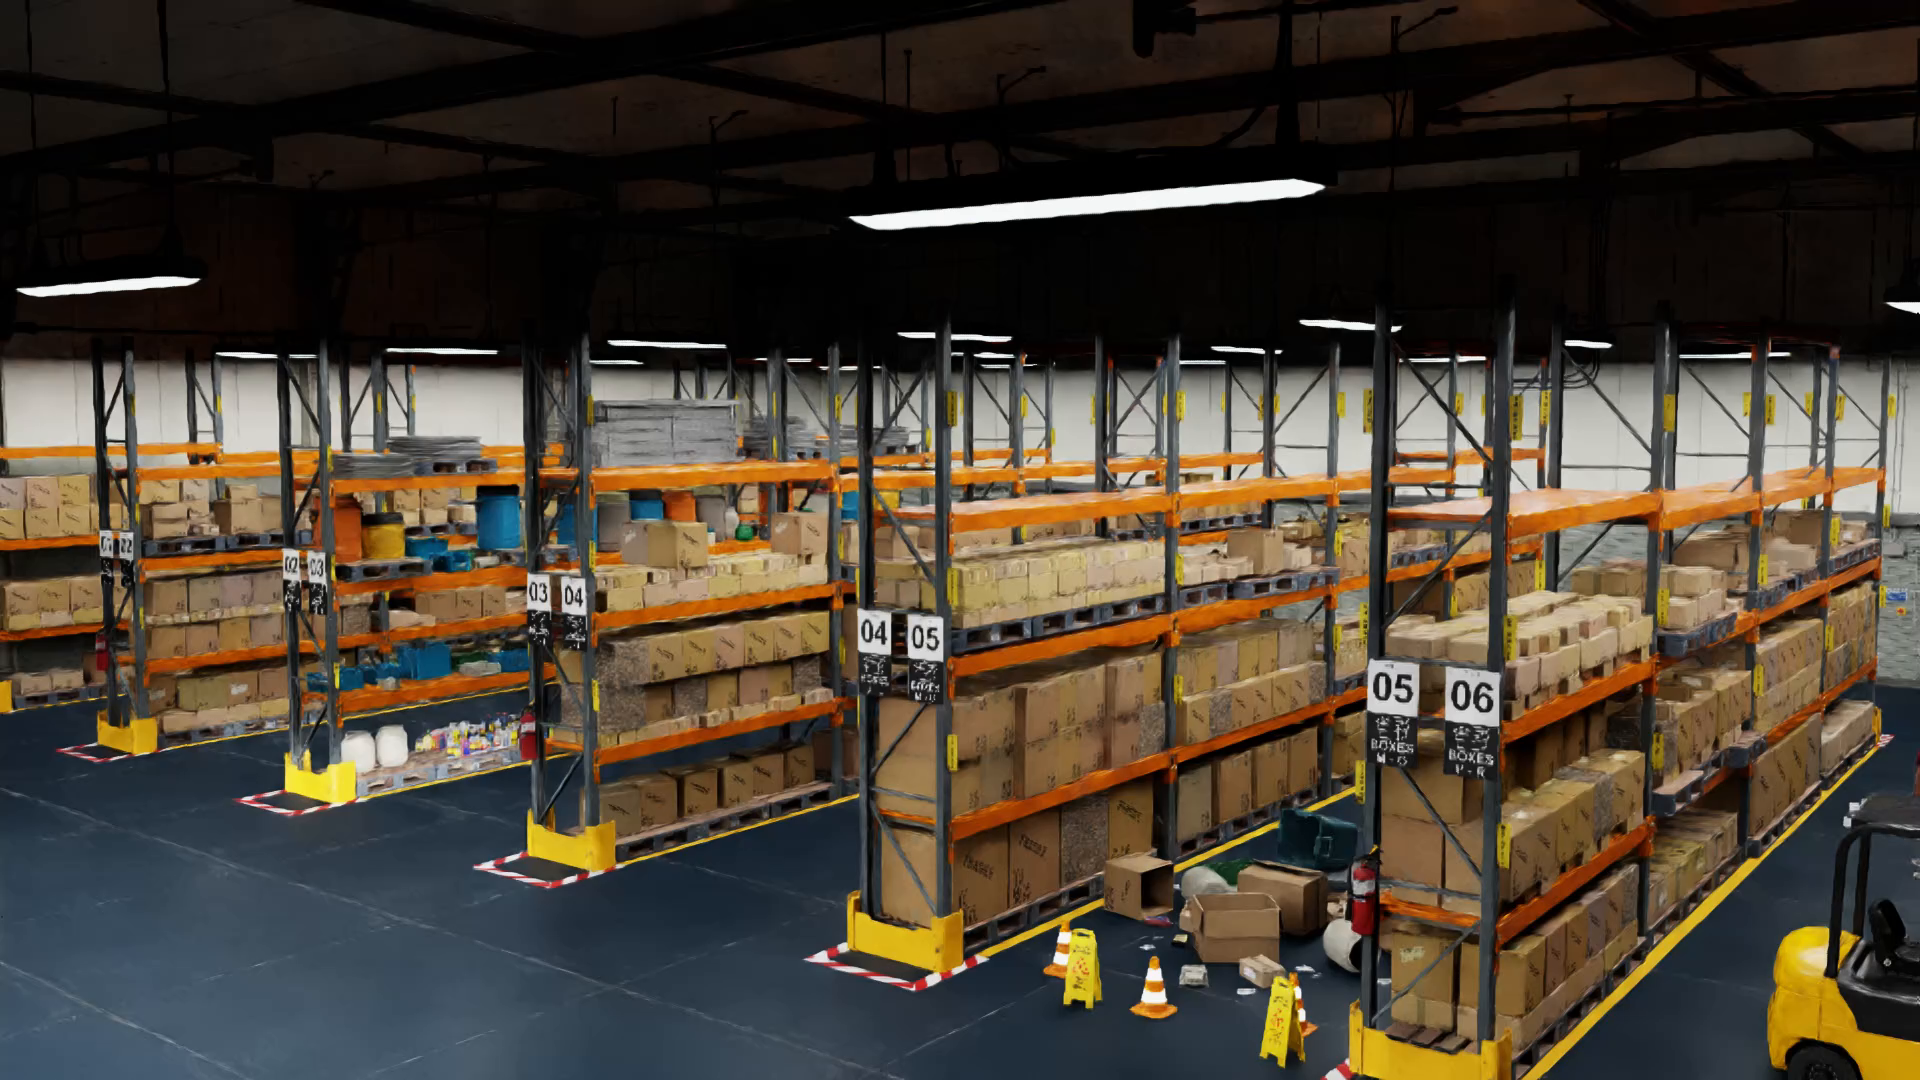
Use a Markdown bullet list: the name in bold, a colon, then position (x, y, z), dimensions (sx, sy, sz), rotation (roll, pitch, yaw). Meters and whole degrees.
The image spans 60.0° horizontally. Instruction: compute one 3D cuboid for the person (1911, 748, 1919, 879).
- **person**: position (10.452, 2.738, 17.851), dimensions (0.645, 1.723, 0.574), rotation (-2, 5, -24)
